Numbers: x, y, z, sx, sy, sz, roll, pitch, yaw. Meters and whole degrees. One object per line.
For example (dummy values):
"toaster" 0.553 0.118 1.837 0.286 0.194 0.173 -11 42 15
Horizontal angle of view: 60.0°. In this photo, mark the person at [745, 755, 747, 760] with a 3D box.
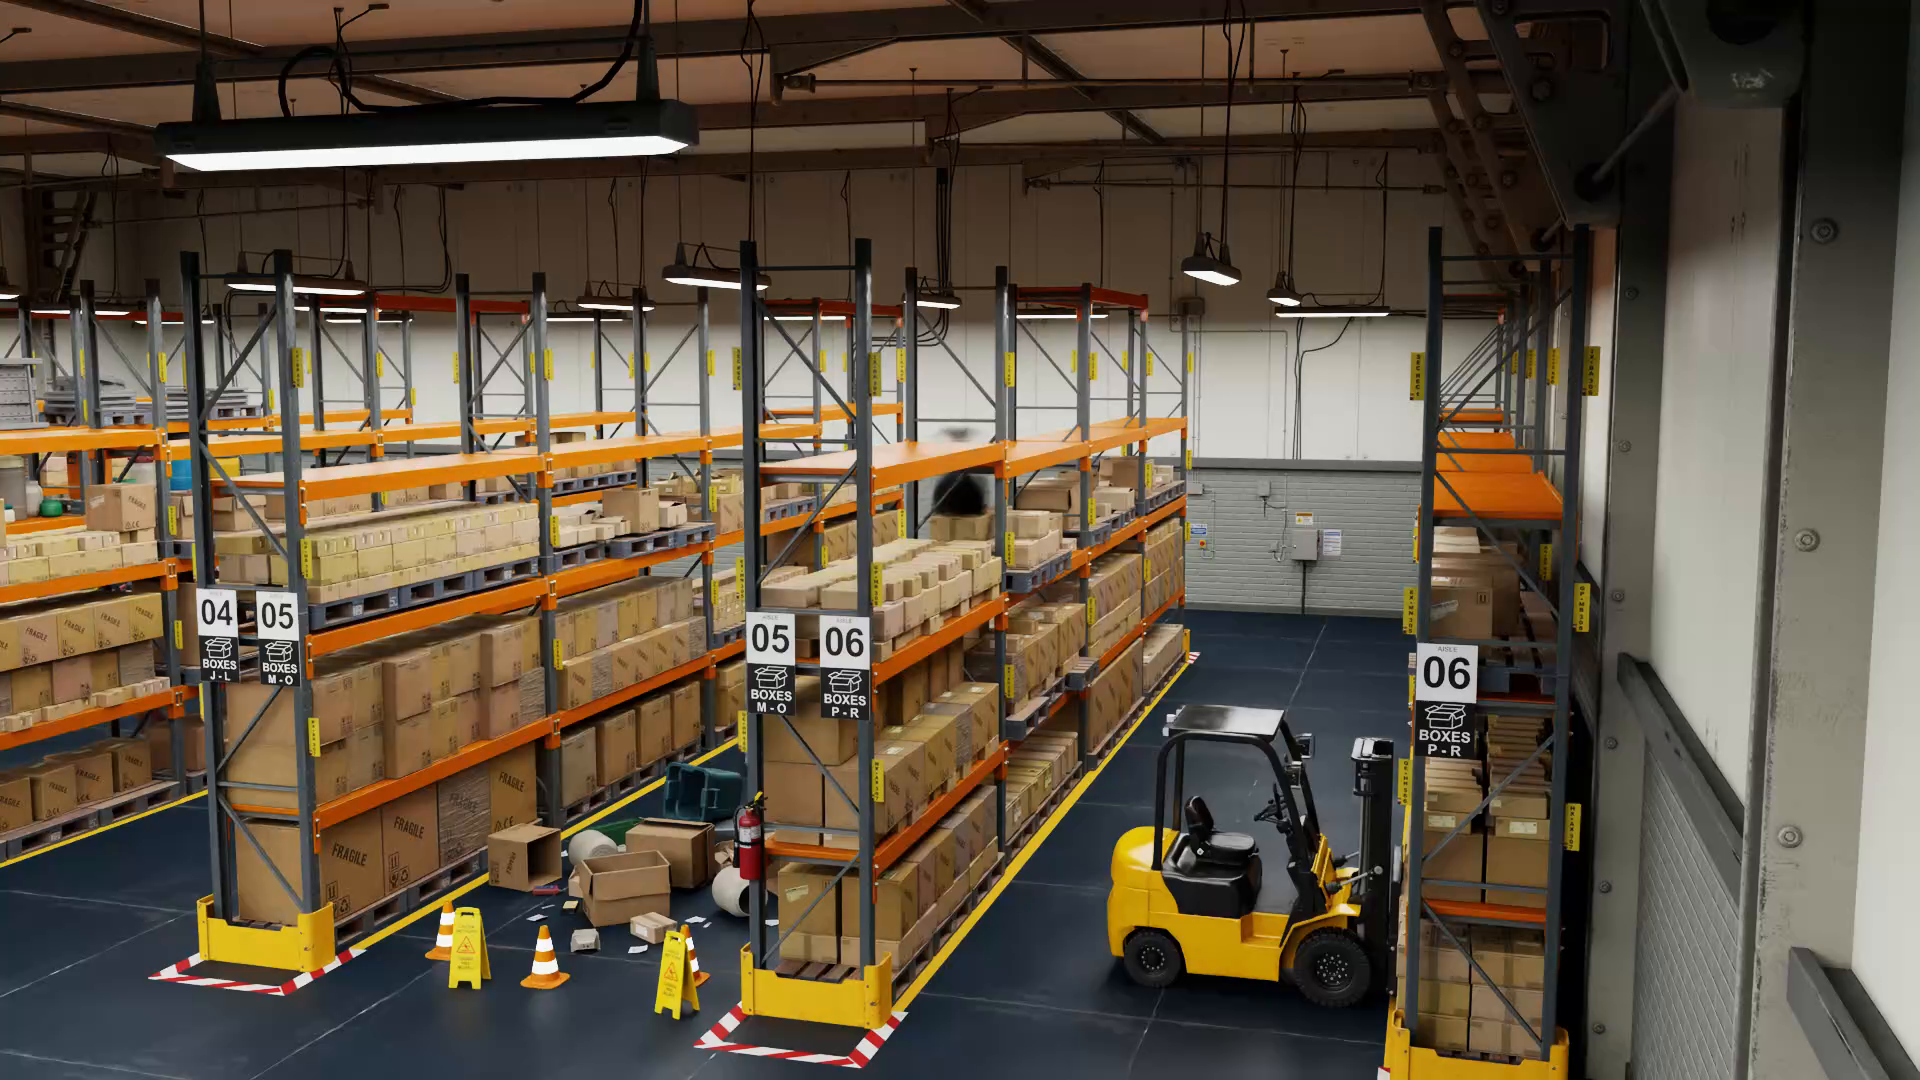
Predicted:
"person" -2.368 2.074 20.887 0.578 1.515 1.032 5 8 36

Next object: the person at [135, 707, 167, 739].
"person" -10.889 1.856 22.185 0.520 1.719 0.824 2 7 13
